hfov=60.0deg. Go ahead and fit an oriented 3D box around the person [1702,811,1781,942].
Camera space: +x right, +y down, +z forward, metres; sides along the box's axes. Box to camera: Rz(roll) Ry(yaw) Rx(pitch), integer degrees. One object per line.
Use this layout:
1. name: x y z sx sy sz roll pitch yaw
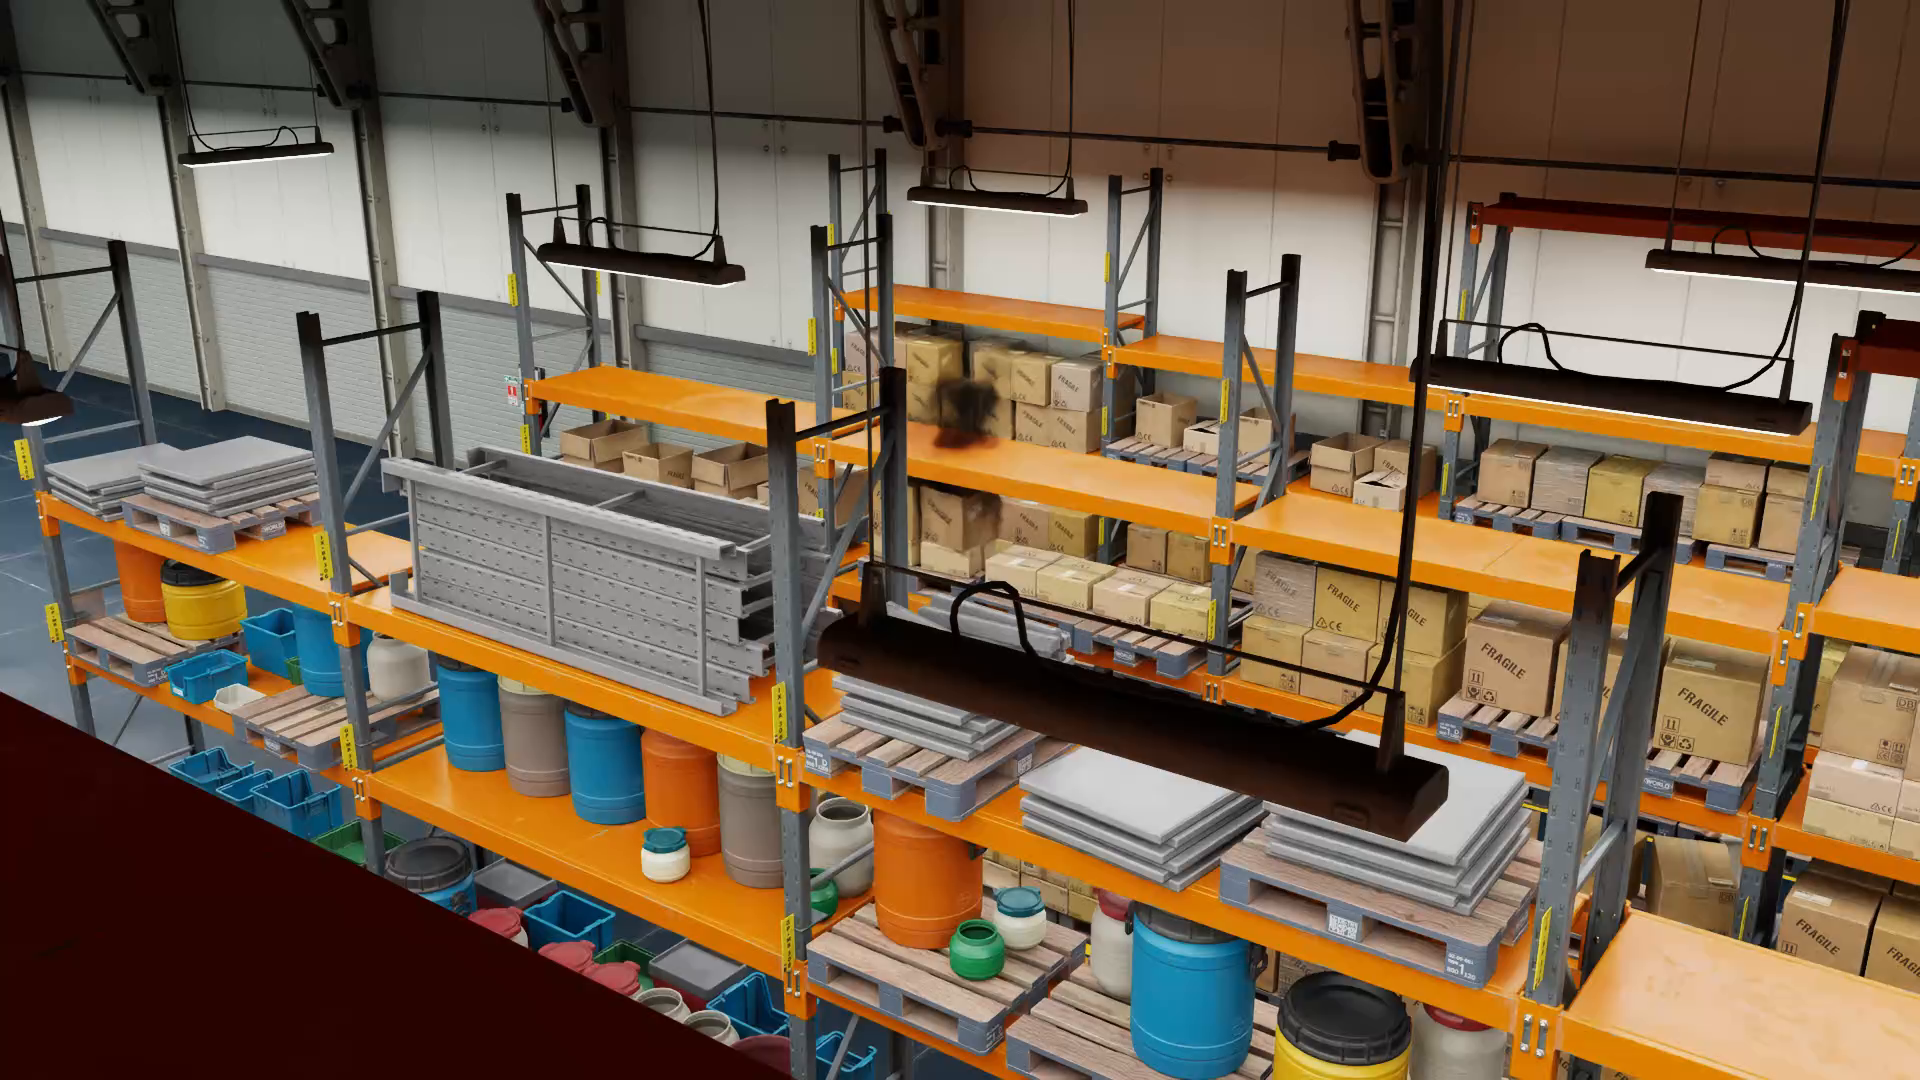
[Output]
1. person: 6.766 2.699 14.311 0.835 1.736 0.716 10 21 28
